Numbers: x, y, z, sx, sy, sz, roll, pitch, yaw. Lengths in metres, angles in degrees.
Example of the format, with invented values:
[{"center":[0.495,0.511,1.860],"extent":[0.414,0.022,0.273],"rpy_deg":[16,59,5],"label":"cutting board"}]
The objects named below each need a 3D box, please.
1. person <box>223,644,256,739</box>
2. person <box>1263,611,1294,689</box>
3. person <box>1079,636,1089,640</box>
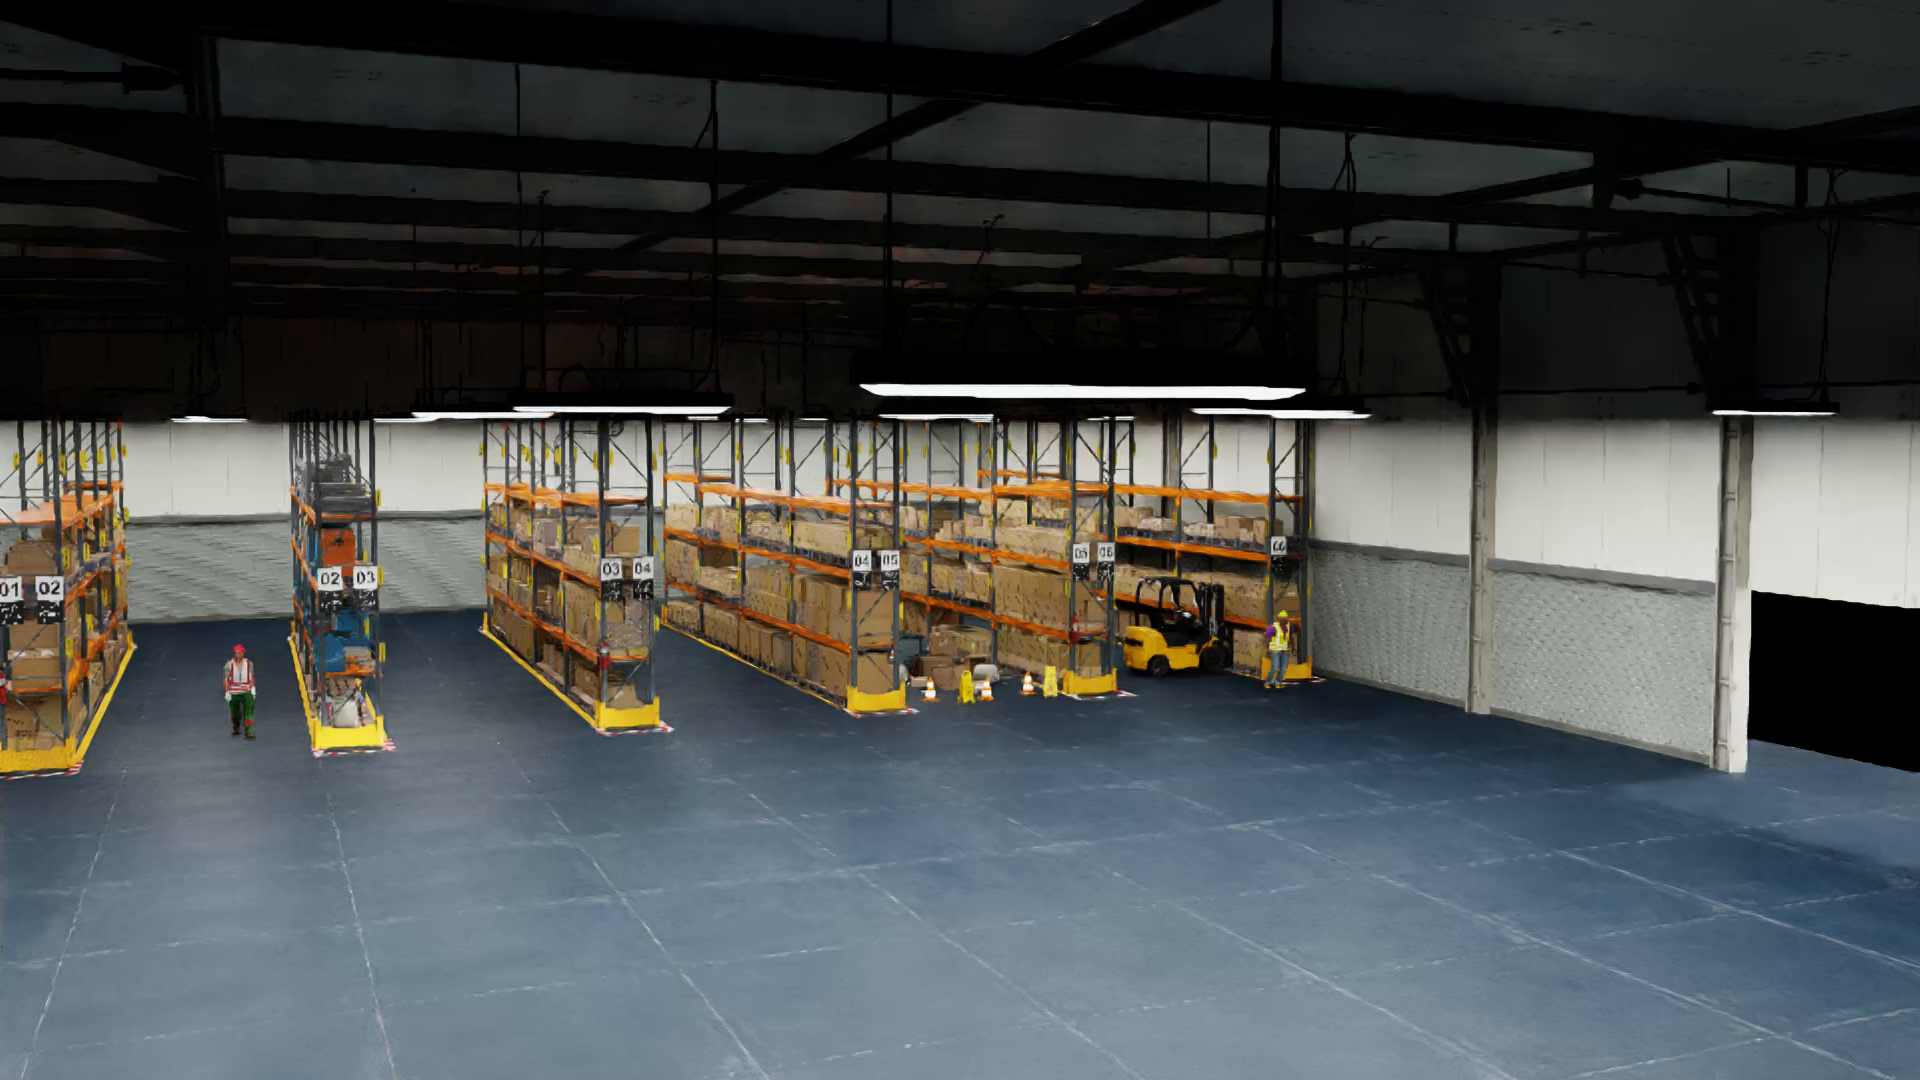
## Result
[{"center":[-13.062,2.734,30.167],"extent":[0.557,1.704,1.114],"rpy_deg":[-2,4,-25],"label":"person"},{"center":[6.865,2.369,35.774],"extent":[0.719,1.714,0.578],"rpy_deg":[-2,4,-24],"label":"person"},{"center":[2.889,2.127,39.271],"extent":[0.455,1.677,0.525],"rpy_deg":[1,4,8],"label":"person"}]
